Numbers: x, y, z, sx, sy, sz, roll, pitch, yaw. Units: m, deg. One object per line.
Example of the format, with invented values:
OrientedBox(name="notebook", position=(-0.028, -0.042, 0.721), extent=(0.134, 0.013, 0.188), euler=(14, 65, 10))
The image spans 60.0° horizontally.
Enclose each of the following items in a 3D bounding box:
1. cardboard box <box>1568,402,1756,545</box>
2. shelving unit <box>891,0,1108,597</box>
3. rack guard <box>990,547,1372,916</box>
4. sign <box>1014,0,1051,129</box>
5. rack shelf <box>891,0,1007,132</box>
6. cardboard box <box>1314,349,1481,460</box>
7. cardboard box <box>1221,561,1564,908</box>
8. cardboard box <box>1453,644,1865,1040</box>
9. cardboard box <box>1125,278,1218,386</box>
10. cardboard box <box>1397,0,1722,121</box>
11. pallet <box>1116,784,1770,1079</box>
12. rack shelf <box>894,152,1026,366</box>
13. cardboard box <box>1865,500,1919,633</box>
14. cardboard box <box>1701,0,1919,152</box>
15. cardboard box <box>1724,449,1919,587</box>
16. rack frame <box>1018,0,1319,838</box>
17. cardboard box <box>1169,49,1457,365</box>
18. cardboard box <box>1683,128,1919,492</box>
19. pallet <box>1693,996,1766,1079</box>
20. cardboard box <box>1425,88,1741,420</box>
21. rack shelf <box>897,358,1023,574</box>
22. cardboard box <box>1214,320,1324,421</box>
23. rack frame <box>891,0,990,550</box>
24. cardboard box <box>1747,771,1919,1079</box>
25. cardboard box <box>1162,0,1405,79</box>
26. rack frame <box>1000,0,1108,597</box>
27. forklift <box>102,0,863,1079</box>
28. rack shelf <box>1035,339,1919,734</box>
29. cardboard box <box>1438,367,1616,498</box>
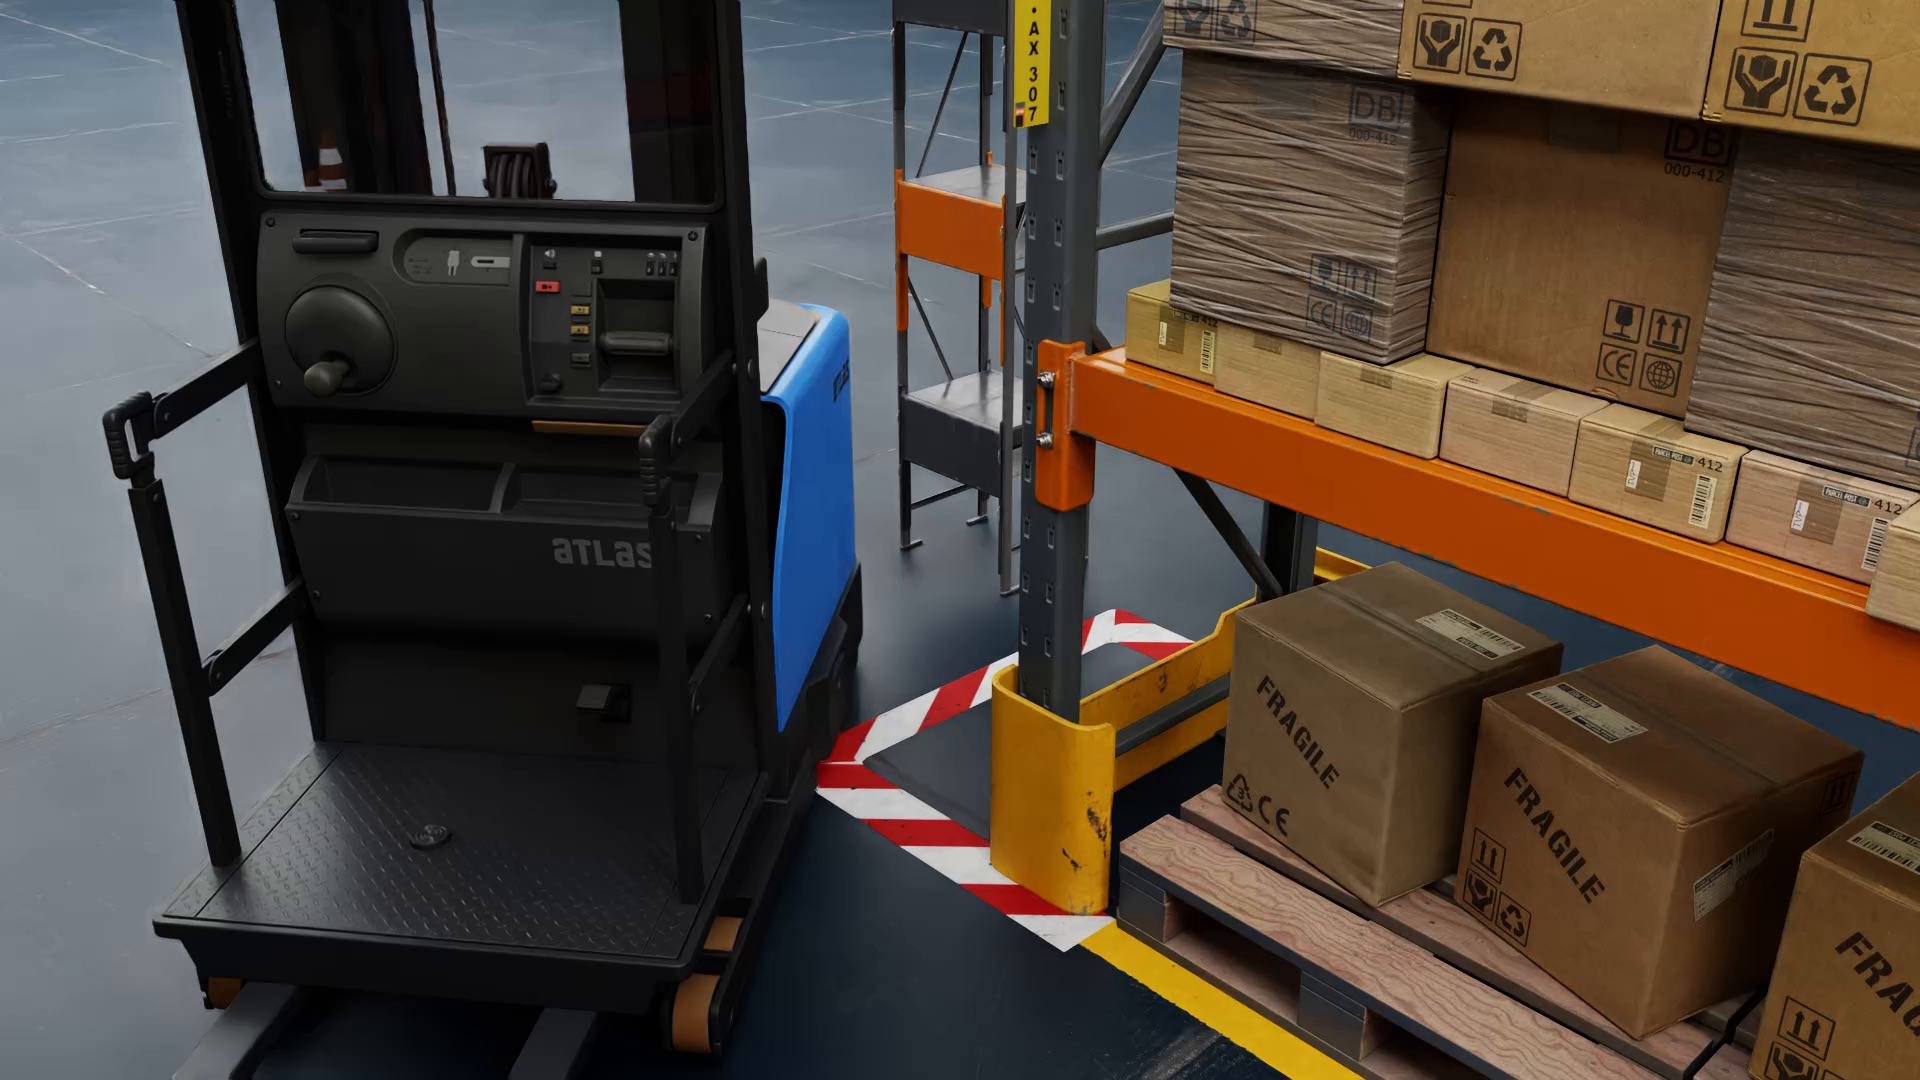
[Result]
OrientedBox(name="cardboard box", position=(1.228, -0.148, 2.762), extent=(0.380, 0.149, 0.250), euler=(-21, 32, -38))
OrientedBox(name="shelving unit", position=(0.113, -0.905, 5.204), extent=(0.431, 2.100, 0.503), euler=(-21, 32, -38))
OrientedBox(name="rack guard", position=(0.590, 0.436, 4.193), extent=(1.175, 0.500, 0.348), euler=(-21, 32, -38))
OrientedBox(name="sign", position=(0.143, -0.965, 3.207), extent=(0.100, 0.325, 0.005), euler=(-21, 32, -38))
OrientedBox(name="rack shelf", position=(0.113, -1.530, 4.919), extent=(0.431, 0.518, 0.480), euler=(-21, 32, -38))
OrientedBox(name="cardboard box", position=(0.876, -0.295, 3.086), extent=(0.380, 0.149, 0.250), euler=(-21, 32, -38))
OrientedBox(name="cardboard box", position=(0.953, 0.415, 3.731), extent=(0.500, 0.500, 0.500), euler=(-15, 28, -29))
OrientedBox(name="cardboard box", position=(1.387, 0.587, 3.355), extent=(0.500, 0.500, 0.500), euler=(-12, 27, -25))
OrientedBox(name="cardboard box", position=(0.559, -0.456, 3.439), extent=(0.380, 0.149, 0.250), euler=(-21, 32, -38))
OrientedBox(name="cardboard box", position=(1.052, -0.963, 2.563), extent=(0.500, 0.500, 0.500), euler=(-21, 32, -38))
OrientedBox(name="pallet", position=(1.120, 0.823, 3.691), extent=(1.003, 0.211, 1.213), euler=(-21, 32, -38))
OrientedBox(name="rack shelf", position=(0.113, -0.893, 5.210), extent=(0.431, 0.518, 0.480), euler=(-21, 32, -38))
OrientedBox(name="cardboard box", position=(1.514, 0.026, 2.383), extent=(0.380, 0.149, 0.250), euler=(-21, 32, -38))
OrientedBox(name="cardboard box", position=(1.395, -0.812, 2.232), extent=(0.500, 0.500, 0.500), euler=(-21, 32, -38))
OrientedBox(name="cardboard box", position=(1.418, -0.080, 2.613), extent=(0.380, 0.149, 0.250), euler=(-21, 32, -38))
OrientedBox(name="rack frame", position=(0.538, -0.725, 3.725), extent=(1.000, 3.000, 0.127), euler=(-21, 32, -38))
OrientedBox(name="cardboard box", position=(0.894, -0.731, 3.260), extent=(0.875, 0.500, 0.500), euler=(-21, 32, -38))
OrientedBox(name="cardboard box", position=(1.634, -0.450, 2.643), extent=(0.875, 0.500, 0.500), euler=(-21, 32, -38))
OrientedBox(name="pallet", position=(1.950, 1.193, 2.881), extent=(1.003, 0.211, 1.213), euler=(-21, 32, -38))
OrientedBox(name="cardboard box", position=(1.324, -0.614, 3.002), extent=(0.875, 0.500, 0.500), euler=(-21, 32, -38))
OrientedBox(name="rack shelf", position=(0.113, -0.256, 5.500), extent=(0.431, 0.518, 0.480), euler=(-21, 32, -38))
OrientedBox(name="cardboard box", position=(0.716, -0.375, 3.261), extent=(0.380, 0.149, 0.250), euler=(-21, 32, -38))
OrientedBox(name="rack frame", position=(-0.054, -0.979, 5.366), extent=(0.400, 2.100, 0.015), euler=(-21, 32, -38))
OrientedBox(name="cardboard box", position=(1.801, 0.782, 2.928), extent=(0.500, 0.500, 0.500), euler=(-18, 30, -34))
OrientedBox(name="cardboard box", position=(0.715, -1.117, 2.900), extent=(0.500, 0.500, 0.500), euler=(-21, 32, -38))
OrientedBox(name="rack frame", position=(0.280, -0.831, 5.042), extent=(0.400, 2.100, 0.015), euler=(-21, 32, -38))
OrientedBox(name="forklift", position=(-0.991, -0.429, 3.159), extent=(1.130, 2.935, 3.031), euler=(3, 25, 7))
OrientedBox(name="rack shelf", position=(1.905, 0.208, 2.546), extent=(1.077, 0.370, 4.000), euler=(-21, 32, -38))
OrientedBox(name="cardboard box", position=(1.062, -0.225, 2.933), extent=(0.380, 0.149, 0.250), euler=(-21, 32, -38))
